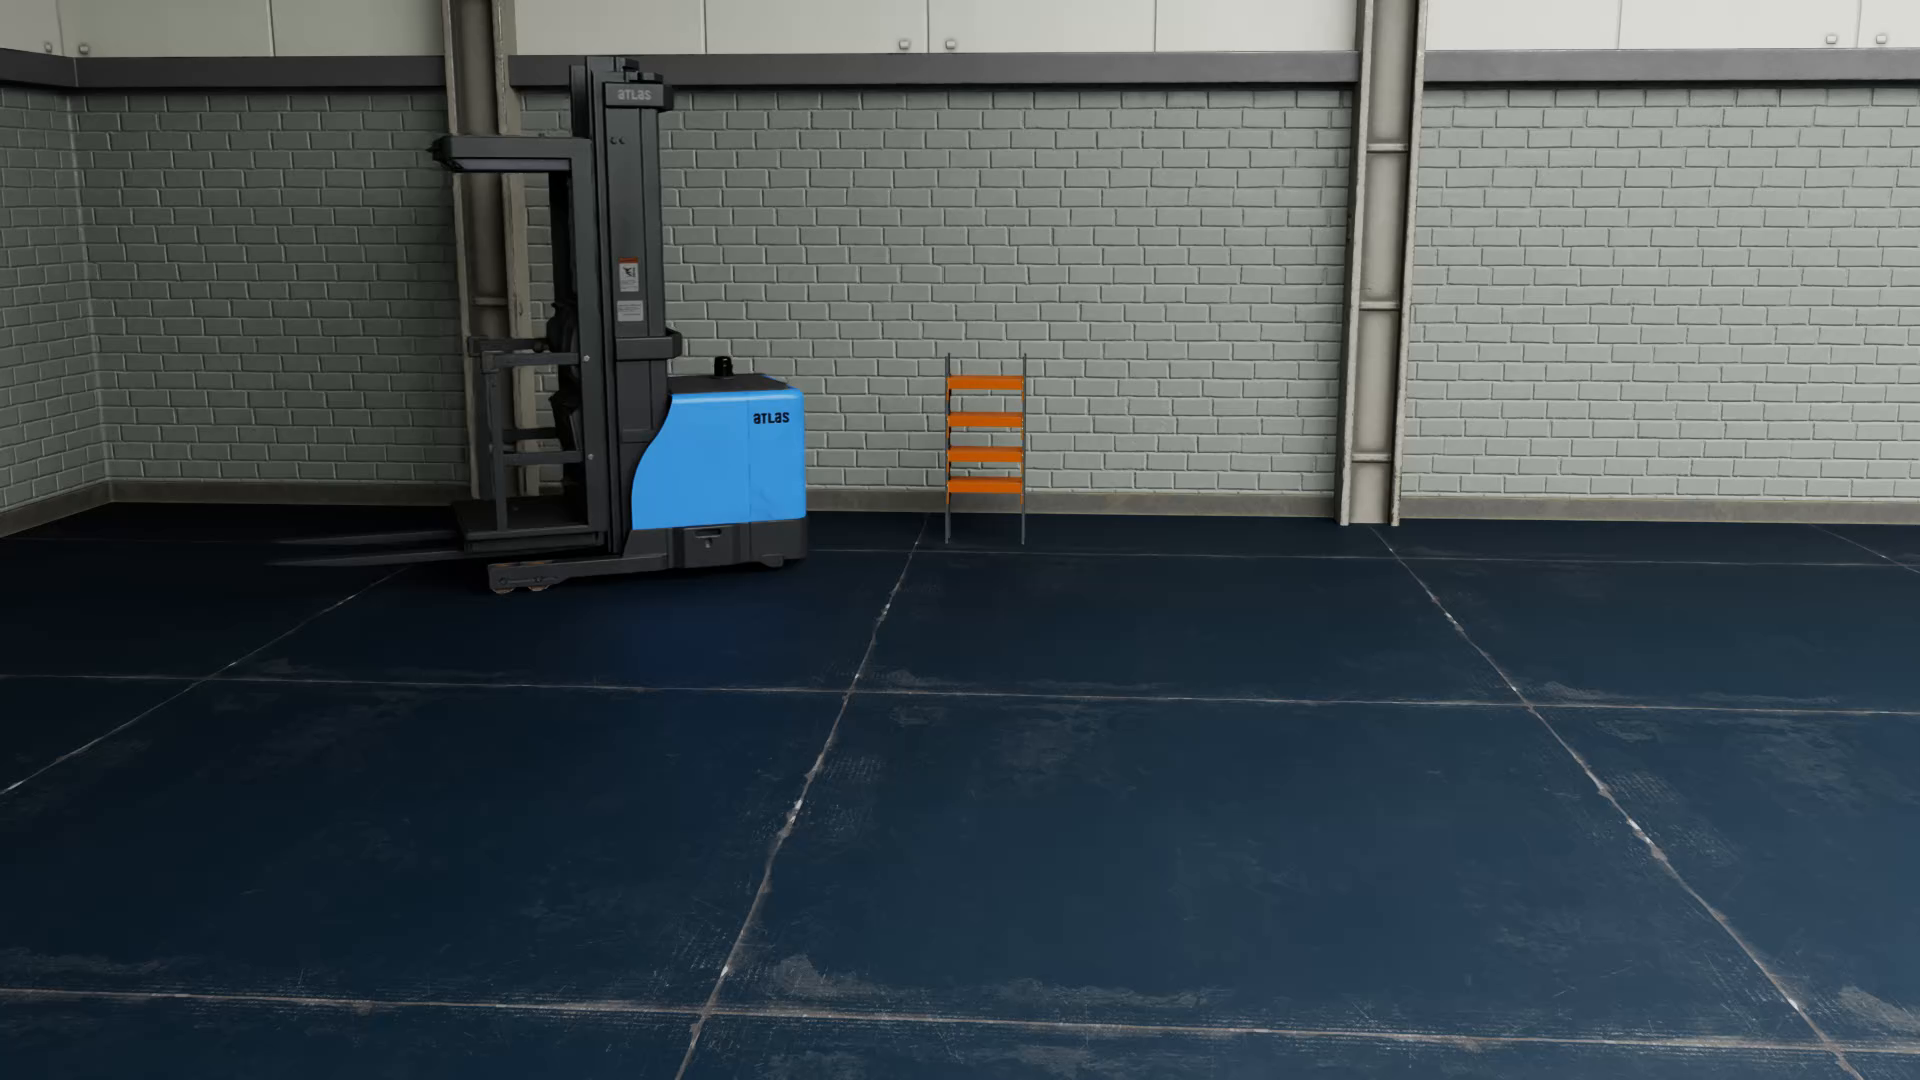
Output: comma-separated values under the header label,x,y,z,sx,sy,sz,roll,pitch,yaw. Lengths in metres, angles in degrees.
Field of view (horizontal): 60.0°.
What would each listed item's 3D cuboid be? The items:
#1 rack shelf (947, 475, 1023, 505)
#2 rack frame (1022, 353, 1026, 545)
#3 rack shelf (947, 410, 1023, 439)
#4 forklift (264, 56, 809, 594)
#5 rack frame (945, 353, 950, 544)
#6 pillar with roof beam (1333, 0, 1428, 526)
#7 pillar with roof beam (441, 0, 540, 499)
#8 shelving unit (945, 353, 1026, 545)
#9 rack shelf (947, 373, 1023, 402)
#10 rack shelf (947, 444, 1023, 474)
label,x,y,z,sx,sy,sz,roll,pitch,yaw
rack shelf,0.165,-0.325,10.689,0.480,0.148,0.258,1,12,4
rack frame,0.409,-0.582,10.618,0.015,1.200,0.240,1,12,4
rack shelf,0.165,-0.738,10.602,0.480,0.148,0.258,1,12,4
forklift,-2.477,-1.254,9.603,3.031,2.935,1.130,-4,13,-20
rack frame,-0.078,-0.588,10.650,0.015,1.200,0.240,1,12,4
pillar with roof beam,2.489,-3.654,6.260,0.400,9.000,9.100,1,12,4
pillar with roof beam,-3.497,-3.736,6.652,0.400,9.000,9.100,1,12,4
shelving unit,0.165,-0.585,10.634,0.503,1.200,0.258,1,12,4
rack shelf,0.165,-0.970,10.554,0.480,0.148,0.258,1,12,4
rack shelf,0.165,-0.519,10.648,0.480,0.148,0.258,1,12,4
